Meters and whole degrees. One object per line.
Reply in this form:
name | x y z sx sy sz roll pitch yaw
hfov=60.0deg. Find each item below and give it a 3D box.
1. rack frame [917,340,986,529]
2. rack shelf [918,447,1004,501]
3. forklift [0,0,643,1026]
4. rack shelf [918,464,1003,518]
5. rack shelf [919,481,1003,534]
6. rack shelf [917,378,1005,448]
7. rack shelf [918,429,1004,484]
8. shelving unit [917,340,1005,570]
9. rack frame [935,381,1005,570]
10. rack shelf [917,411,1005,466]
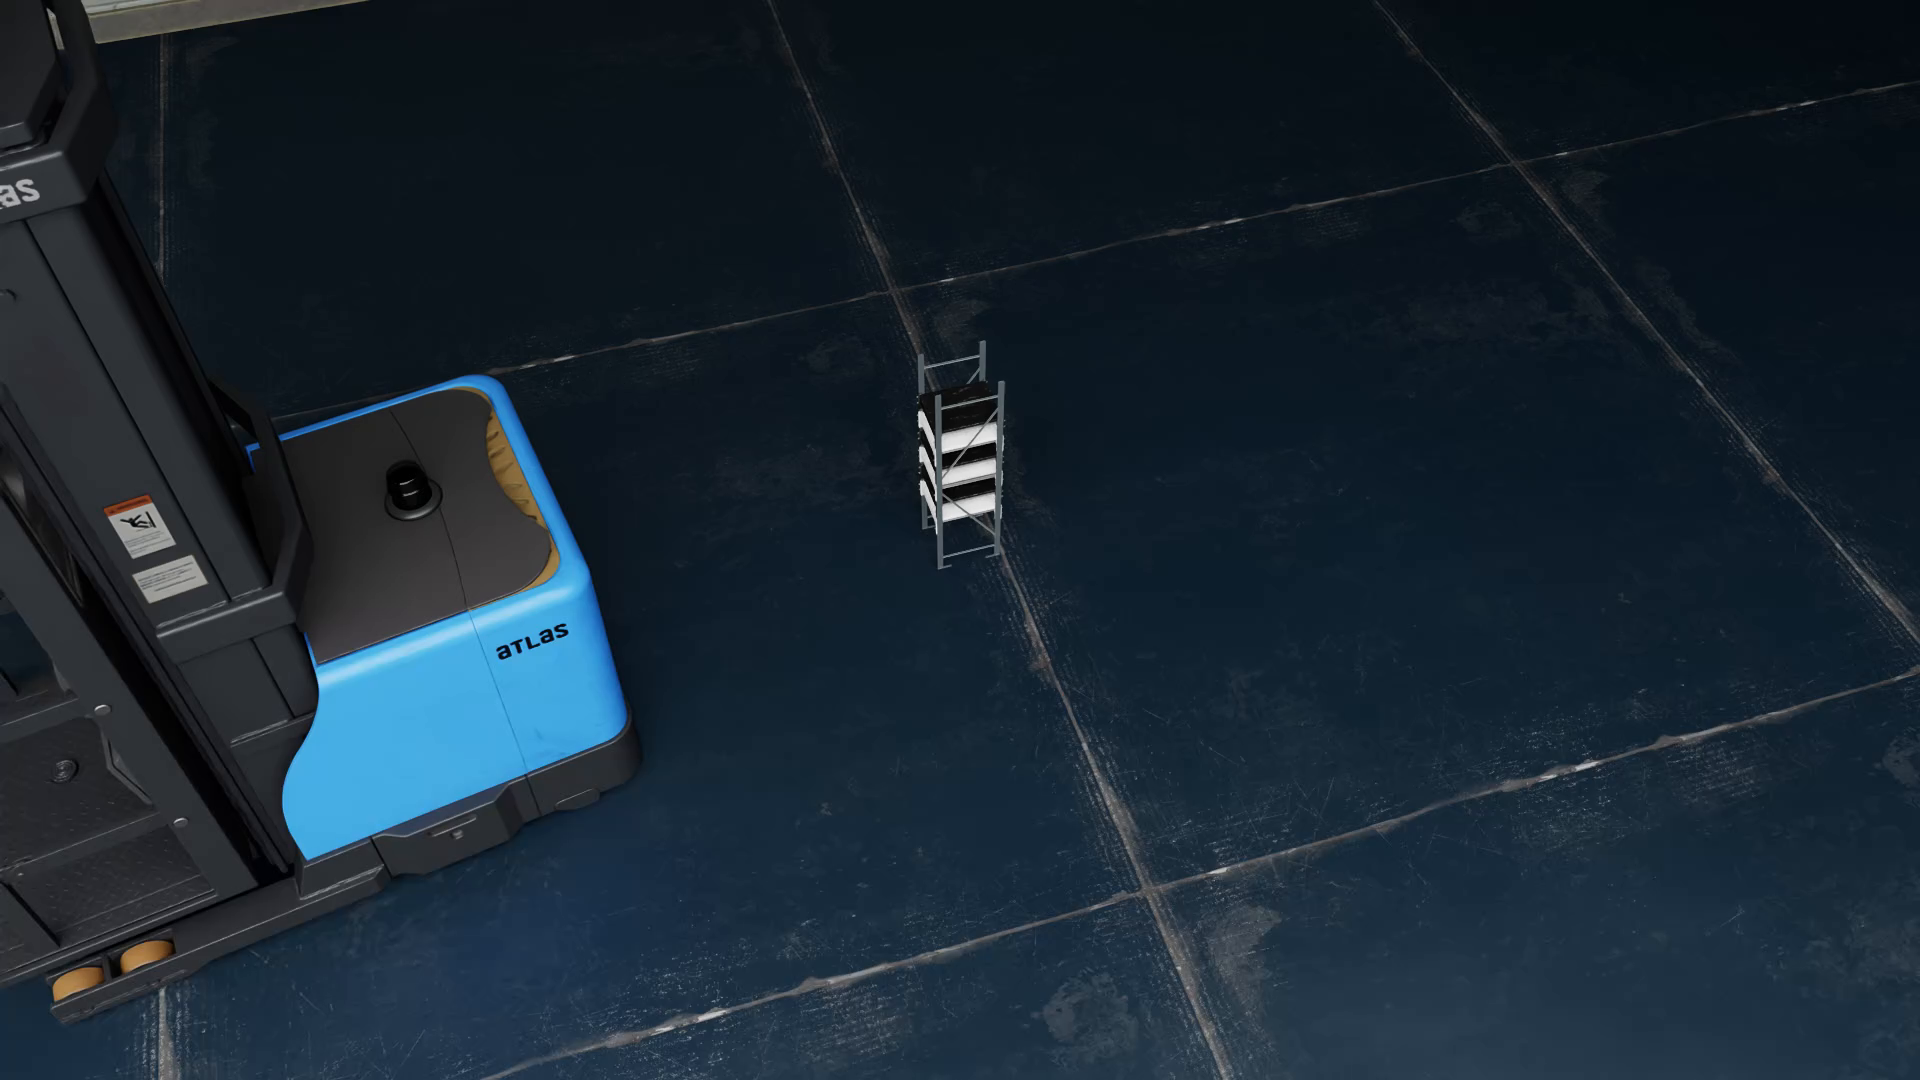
rack frame | -0.028 -0.358 5.964 0.240 0.900 0.006 -13 51 -11
rack shelf | 0.002 -0.263 5.926 0.258 0.077 0.200 -13 51 -11
forklift | -2.610 0.032 4.306 3.031 2.935 1.130 -21 53 -17
rack shelf | 0.002 -0.205 5.995 0.258 0.077 0.200 -13 51 -11
rack shelf | 0.002 -0.147 6.064 0.258 0.077 0.200 -13 51 -11
rack shelf | 0.002 -0.437 5.720 0.258 0.077 0.200 -13 51 -11
rack shelf | 0.002 -0.321 5.858 0.258 0.077 0.200 -13 51 -11
shelving unit | 0.002 -0.284 5.901 0.258 0.900 0.210 -13 51 -11
rack frame | 0.032 -0.210 5.838 0.240 0.900 0.006 -13 51 -11
rack shelf | 0.002 -0.379 5.789 0.258 0.077 0.200 -13 51 -11
